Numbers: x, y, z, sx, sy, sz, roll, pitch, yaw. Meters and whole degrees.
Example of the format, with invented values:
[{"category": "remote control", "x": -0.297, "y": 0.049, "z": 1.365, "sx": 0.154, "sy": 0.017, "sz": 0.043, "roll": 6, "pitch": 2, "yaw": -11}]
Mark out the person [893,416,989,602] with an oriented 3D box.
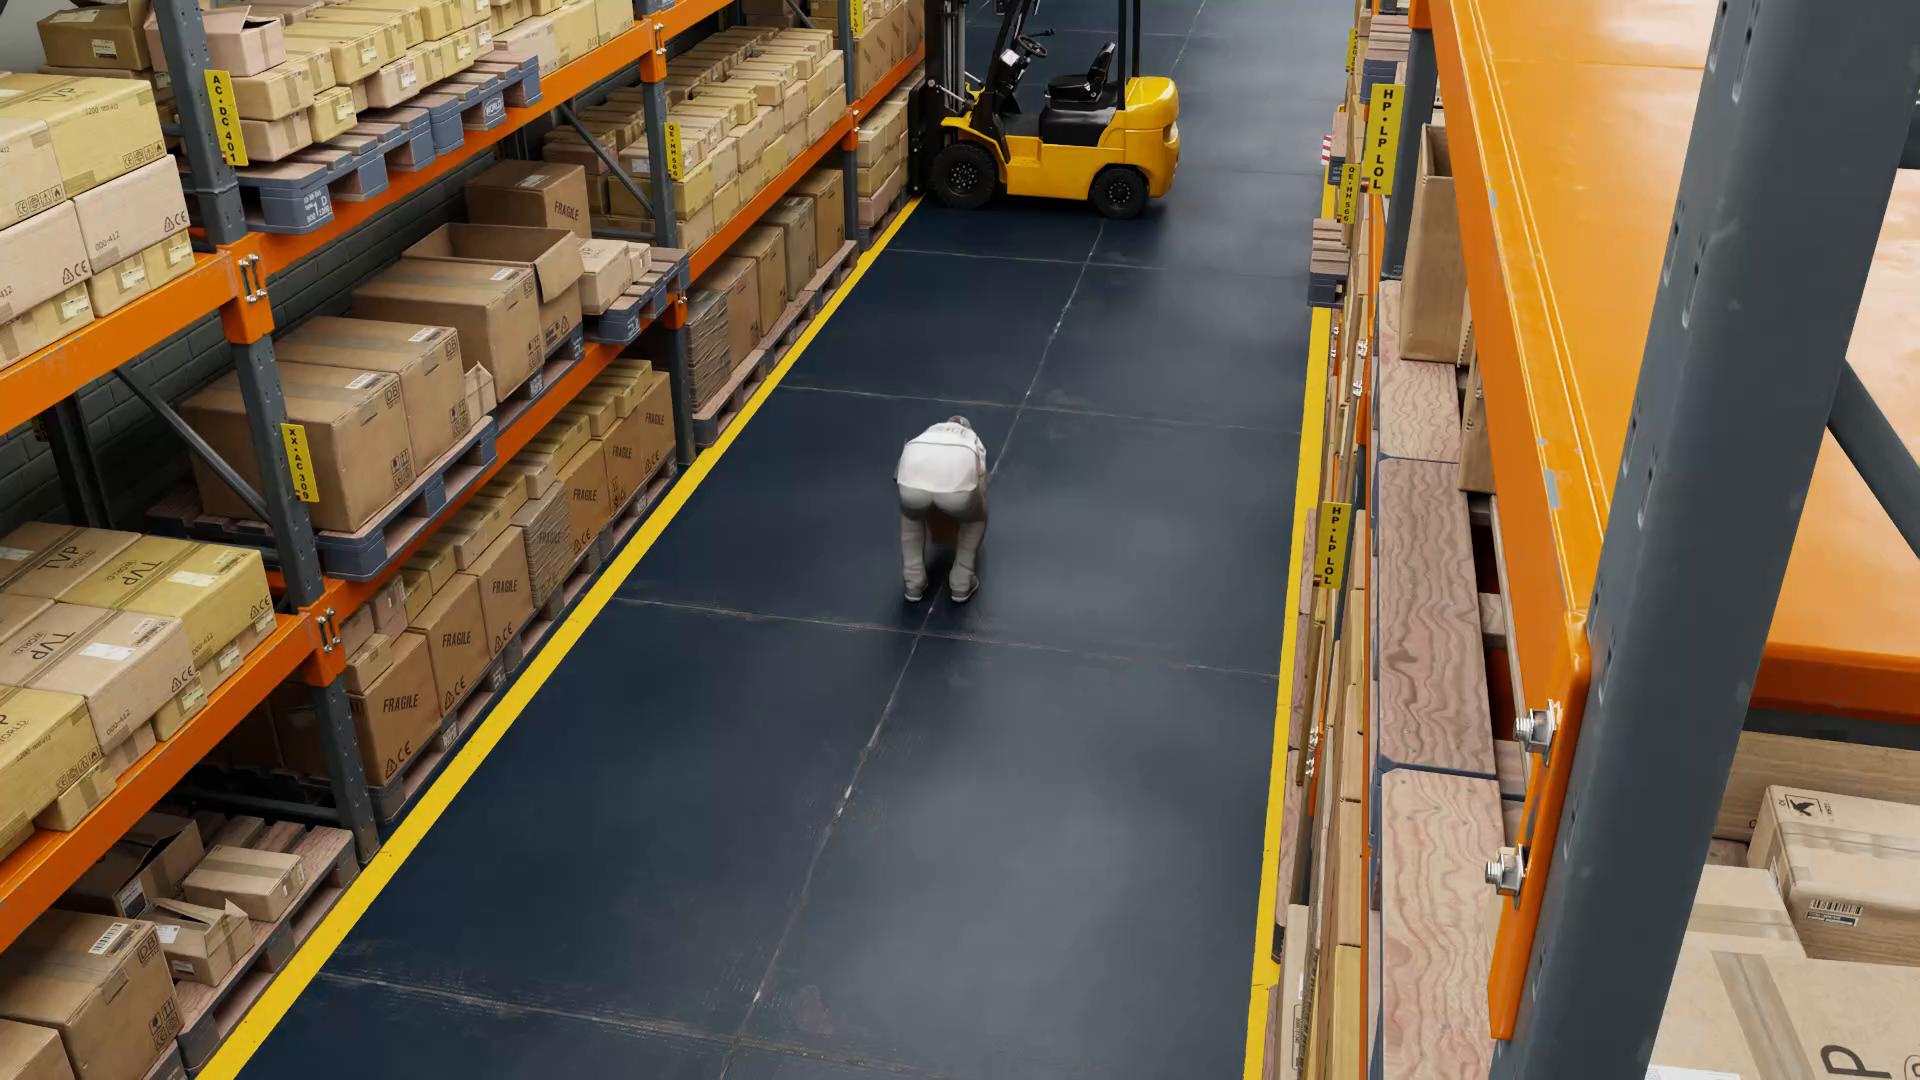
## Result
[{"category": "person", "x": -0.081, "y": -0.211, "z": 9.203, "sx": 0.495, "sy": 0.990, "sz": 0.946, "roll": 5, "pitch": 29, "yaw": 8}]
